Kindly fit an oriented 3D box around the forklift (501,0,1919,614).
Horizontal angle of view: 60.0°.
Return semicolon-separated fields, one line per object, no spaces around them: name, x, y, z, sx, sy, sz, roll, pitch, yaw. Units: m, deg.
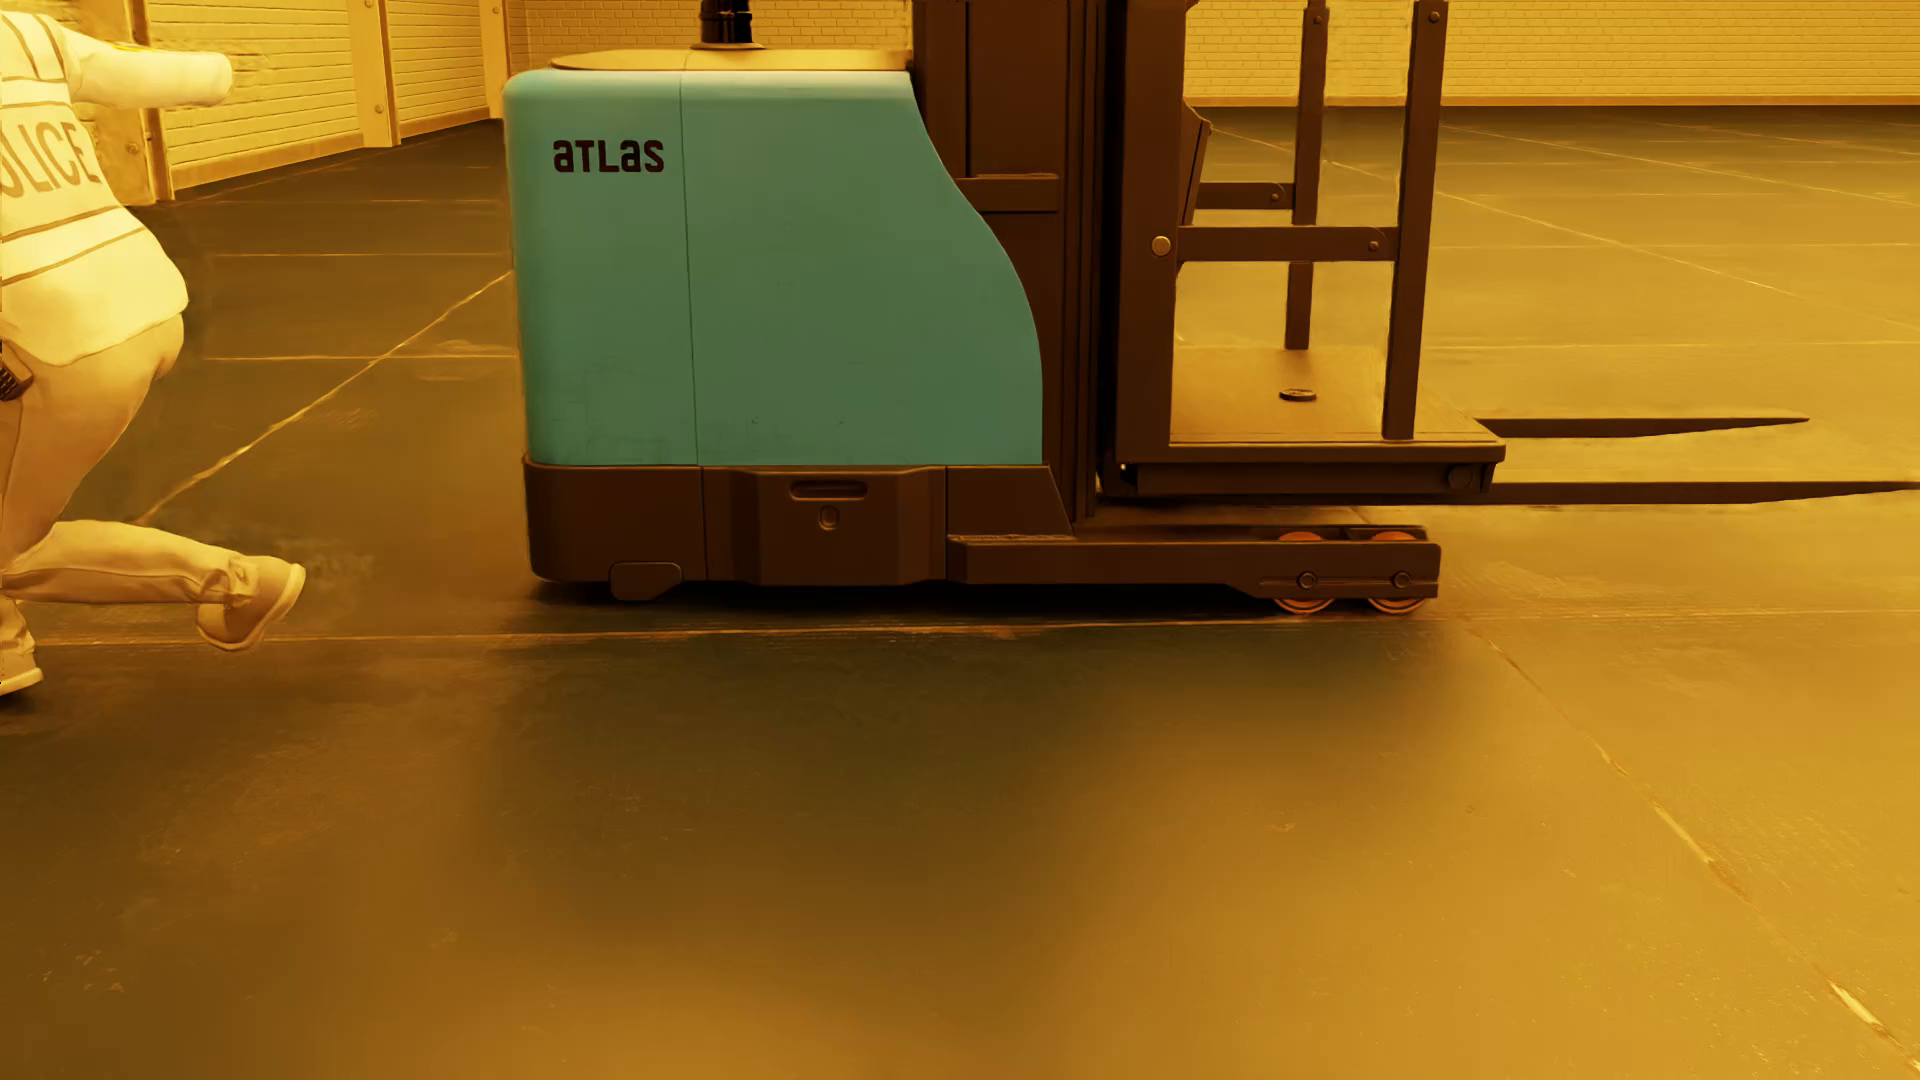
forklift;0.611;-1.406;3.503;3.031;2.935;1.130;0;17;-1

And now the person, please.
person;-1.686;-0.403;2.871;1.047;1.424;0.760;3;17;11
